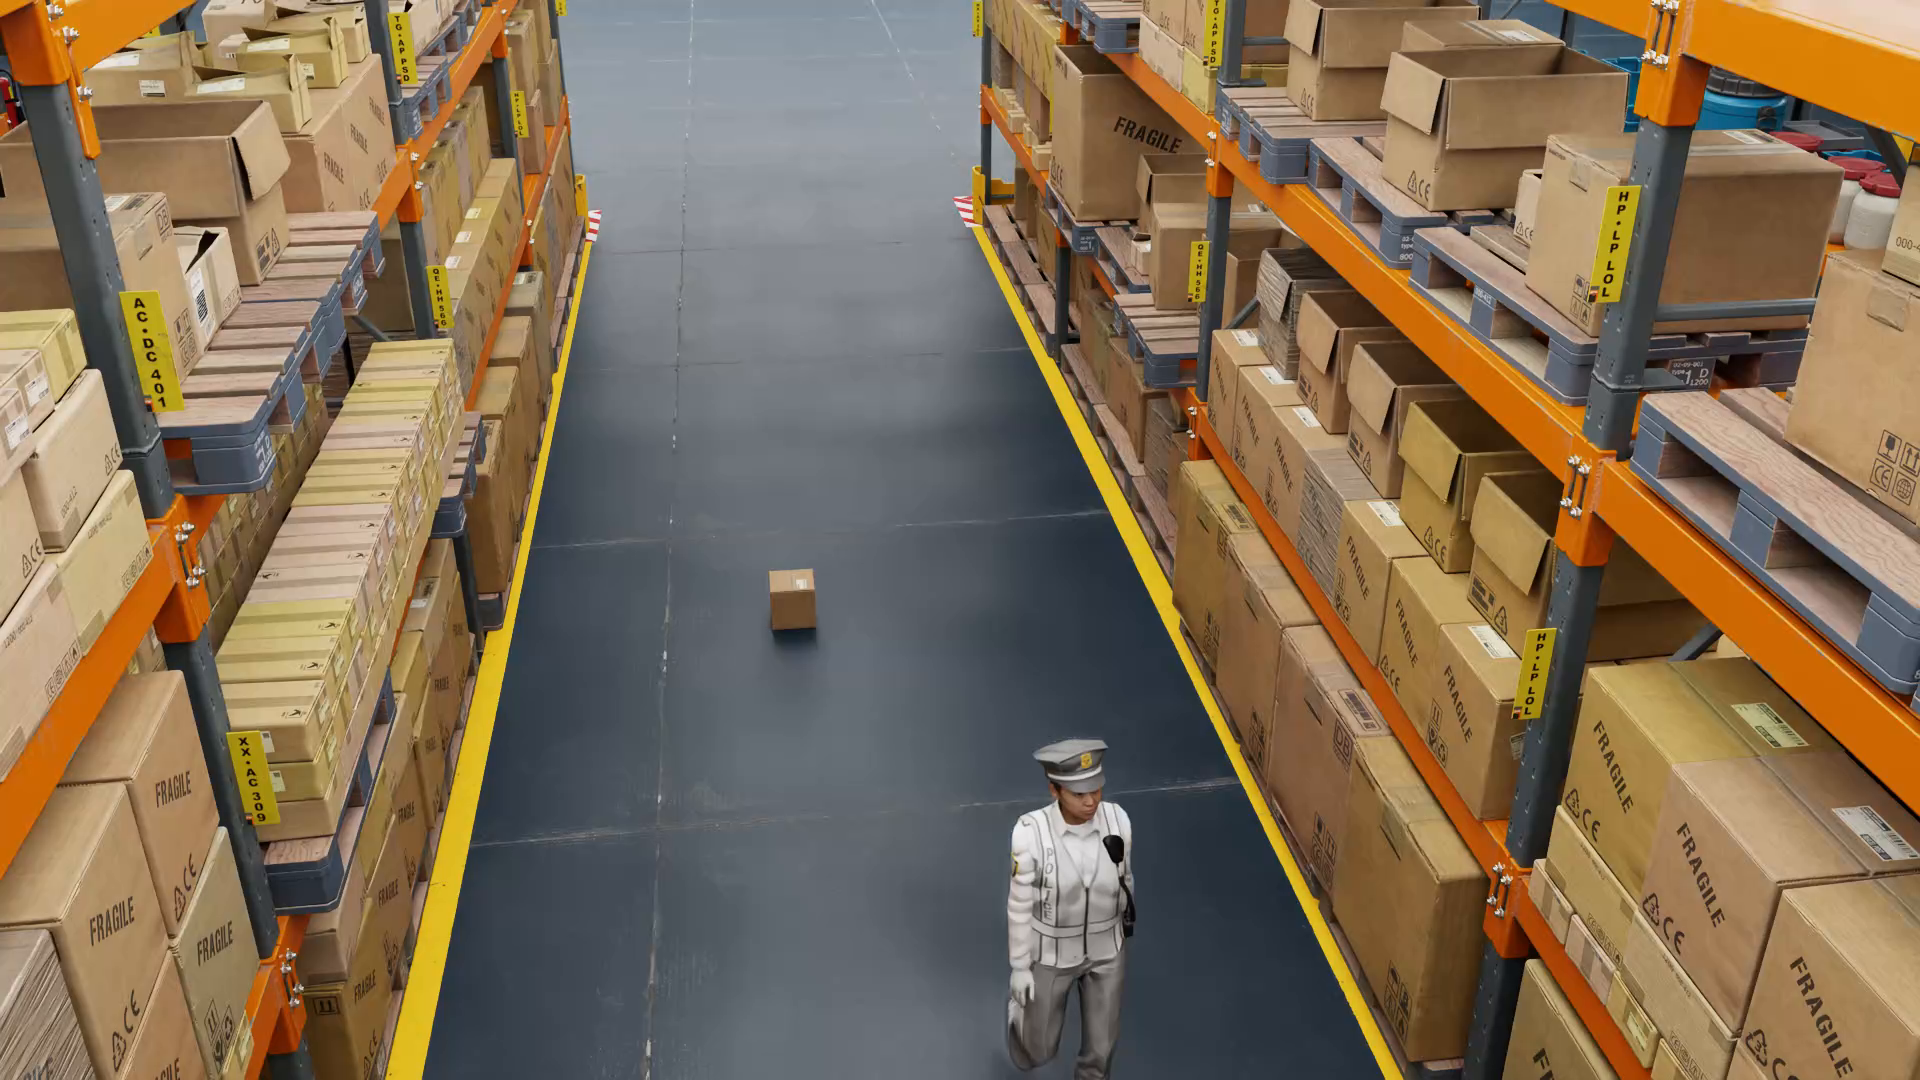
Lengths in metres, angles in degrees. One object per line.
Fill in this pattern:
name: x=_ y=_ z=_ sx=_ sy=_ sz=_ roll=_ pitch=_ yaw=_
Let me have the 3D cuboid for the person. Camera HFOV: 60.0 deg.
person: x=0.388 y=1.402 z=5.837 sx=0.477 sy=1.670 sz=0.659 roll=-6 pitch=28 yaw=-11
